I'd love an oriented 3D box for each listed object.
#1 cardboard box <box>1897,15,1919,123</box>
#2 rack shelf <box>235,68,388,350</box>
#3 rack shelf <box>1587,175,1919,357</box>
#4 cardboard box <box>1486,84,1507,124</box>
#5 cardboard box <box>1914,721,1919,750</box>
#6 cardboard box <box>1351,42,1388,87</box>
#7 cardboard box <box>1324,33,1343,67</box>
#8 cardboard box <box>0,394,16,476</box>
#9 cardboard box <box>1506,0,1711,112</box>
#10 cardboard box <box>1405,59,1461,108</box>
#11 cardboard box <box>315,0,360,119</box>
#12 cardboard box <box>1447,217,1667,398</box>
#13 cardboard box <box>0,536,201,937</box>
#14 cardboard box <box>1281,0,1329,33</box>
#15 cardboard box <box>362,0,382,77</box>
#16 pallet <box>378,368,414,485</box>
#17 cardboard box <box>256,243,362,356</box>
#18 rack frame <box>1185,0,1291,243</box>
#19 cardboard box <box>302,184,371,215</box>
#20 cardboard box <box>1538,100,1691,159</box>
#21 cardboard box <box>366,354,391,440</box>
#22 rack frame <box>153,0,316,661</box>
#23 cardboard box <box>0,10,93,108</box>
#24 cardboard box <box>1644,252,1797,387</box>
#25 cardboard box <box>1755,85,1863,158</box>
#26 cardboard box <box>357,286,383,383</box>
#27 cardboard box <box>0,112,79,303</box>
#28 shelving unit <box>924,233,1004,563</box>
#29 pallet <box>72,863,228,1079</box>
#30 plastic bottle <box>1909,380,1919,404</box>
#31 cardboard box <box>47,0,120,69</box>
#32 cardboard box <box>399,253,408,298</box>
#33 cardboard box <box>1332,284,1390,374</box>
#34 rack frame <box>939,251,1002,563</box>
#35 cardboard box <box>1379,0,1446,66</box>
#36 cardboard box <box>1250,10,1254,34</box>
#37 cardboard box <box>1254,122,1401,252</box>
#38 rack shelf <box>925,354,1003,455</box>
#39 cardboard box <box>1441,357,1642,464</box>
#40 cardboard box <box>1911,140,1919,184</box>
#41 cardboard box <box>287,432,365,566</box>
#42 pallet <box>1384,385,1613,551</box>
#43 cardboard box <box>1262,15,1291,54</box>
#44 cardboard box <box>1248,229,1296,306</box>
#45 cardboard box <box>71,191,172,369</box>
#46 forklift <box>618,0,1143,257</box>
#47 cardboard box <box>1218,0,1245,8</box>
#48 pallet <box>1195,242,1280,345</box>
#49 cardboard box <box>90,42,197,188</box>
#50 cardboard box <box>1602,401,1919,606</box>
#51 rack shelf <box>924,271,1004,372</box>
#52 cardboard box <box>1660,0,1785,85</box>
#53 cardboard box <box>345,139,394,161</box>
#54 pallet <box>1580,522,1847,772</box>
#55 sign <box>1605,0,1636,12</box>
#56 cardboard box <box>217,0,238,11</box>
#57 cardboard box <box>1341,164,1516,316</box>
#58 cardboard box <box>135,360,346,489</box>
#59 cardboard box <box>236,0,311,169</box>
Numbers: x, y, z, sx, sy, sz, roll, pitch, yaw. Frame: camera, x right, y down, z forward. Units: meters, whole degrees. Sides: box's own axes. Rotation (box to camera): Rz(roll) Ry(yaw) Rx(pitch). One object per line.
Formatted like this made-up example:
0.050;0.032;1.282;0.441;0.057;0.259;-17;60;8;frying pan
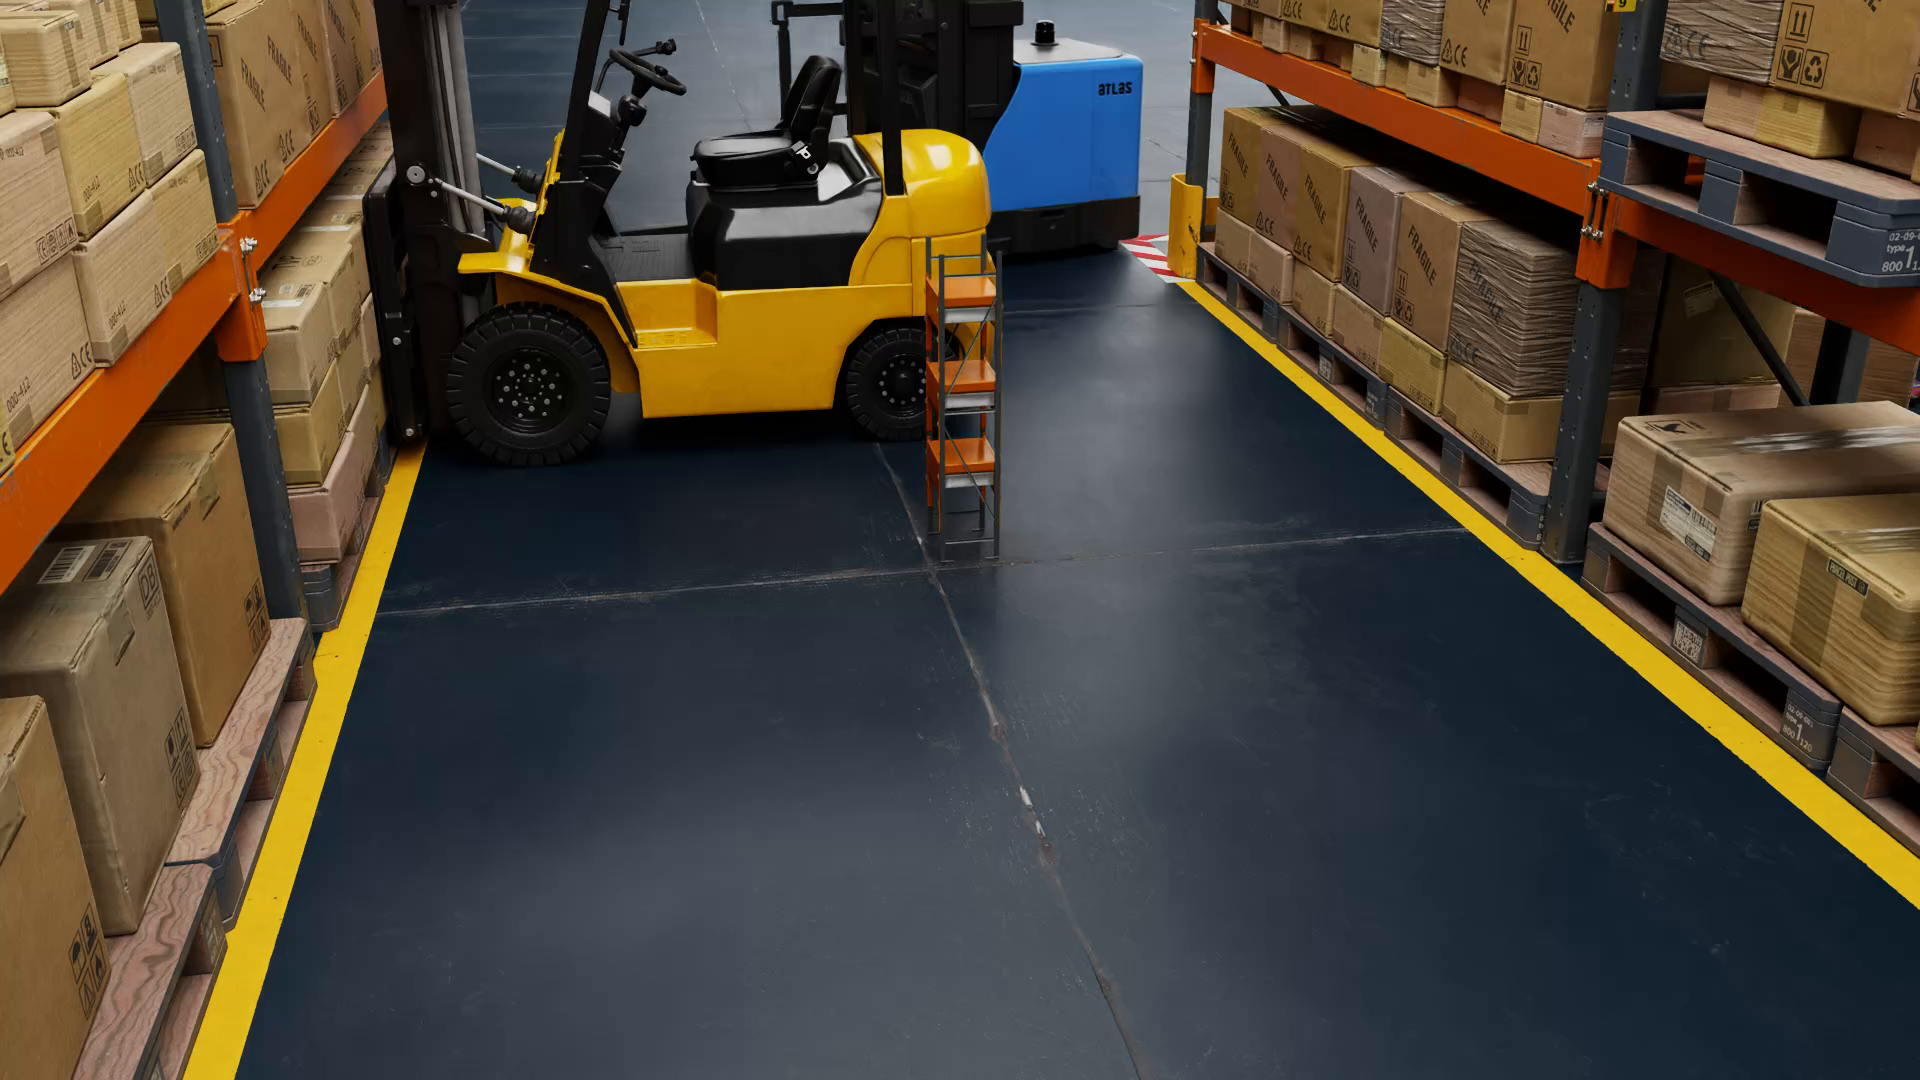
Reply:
2.446;-1.121;3.549;0.500;0.500;0.500;-4;24;-10;cardboard box
-2.778;-1.433;6.182;1.077;0.370;4.000;-4;24;-10;rack shelf
2.839;-0.229;3.425;1.077;0.370;4.000;-4;24;-10;rack shelf
2.086;-1.540;5.842;0.380;0.149;0.250;-4;24;-9;cardboard box
2.836;0.429;3.779;0.950;0.372;0.625;-4;24;-8;cardboard box
1.818;-1.934;6.745;0.380;0.149;0.250;-4;24;-9;cardboard box
1.810;-2.144;7.224;0.380;0.149;0.250;-3;24;-8;cardboard box
-1.794;-0.131;2.490;0.500;0.250;0.500;-4;24;-8;cardboard box
2.143;-1.683;5.360;0.500;0.500;0.500;-5;24;-11;cardboard box
1.920;-1.733;6.284;0.380;0.149;0.250;-5;24;-11;cardboard box
-2.513;-1.818;6.040;0.500;0.500;0.500;-4;24;-9;cardboard box
2.096;-0.834;5.885;0.500;0.500;0.500;-5;24;-10;cardboard box
-2.164;0.430;3.460;0.875;0.625;0.625;-5;24;-10;cardboard box
1.739;-2.490;7.206;0.500;0.500;0.500;-5;24;-11;cardboard box
-2.712;-2.216;6.952;0.500;0.500;0.500;-4;24;-8;cardboard box
-2.743;-0.495;6.620;1.003;0.211;1.213;-4;24;-10;pallet
-2.273;-0.782;5.455;0.500;0.250;0.500;-4;24;-10;cardboard box
1.730;-2.918;8.684;1.000;3.000;0.127;-4;24;-10;rack frame
-2.466;-1.184;6.375;0.500;0.250;0.500;-5;24;-11;cardboard box
2.111;-1.334;5.370;0.380;0.149;0.250;-5;24;-10;cardboard box
-2.391;-0.523;6.110;0.500;0.250;0.500;-4;24;-9;cardboard box
-2.408;-0.976;4.237;1.000;3.000;0.127;-4;24;-10;rack frame
-1.888;-0.907;3.144;0.380;0.149;0.250;-5;24;-11;cardboard box
2.626;-0.873;5.975;0.500;0.500;0.500;-3;24;-7;cardboard box
2.299;-1.083;4.270;0.380;0.149;0.250;-4;24;-9;cardboard box
-2.371;-0.747;5.999;0.500;0.250;0.500;-5;24;-10;cardboard box
-1.875;-0.559;2.845;0.500;0.250;0.500;-4;24;-9;cardboard box
0.010;-0.460;5.492;0.215;1.050;0.252;-4;24;-10;shelving unit
-2.004;1.069;3.037;1.003;0.211;1.213;-4;24;-10;pallet
4.074;-0.645;7.150;0.133;0.061;0.283;0;24;-1;plastic bottle
-2.061;-1.101;3.588;0.380;0.149;0.250;-5;24;-11;cardboard box
-2.552;-1.143;6.906;0.500;0.250;0.500;-5;24;-11;cardboard box
1.898;-0.899;6.972;0.500;0.250;0.500;-4;24;-9;cardboard box
0.032;-0.412;5.382;0.200;1.050;0.008;-4;24;-10;rack frame
1.941;-2.089;6.289;0.500;0.500;0.500;-4;24;-8;cardboard box
1.650;-2.556;8.168;0.380;0.149;0.250;-4;24;-9;cardboard box
1.713;-1.642;7.736;0.500;0.500;0.500;-5;24;-12;cardboard box
0.010;-0.450;5.496;0.215;0.259;0.240;-4;24;-10;rack shelf
2.096;-0.490;6.035;0.500;0.250;0.500;-3;24;-7;cardboard box
2.433;-0.873;3.789;0.380;0.149;0.250;-4;24;-9;cardboard box
-2.172;-0.123;5.195;0.500;0.250;0.500;-4;24;-9;cardboard box
2.311;-0.329;6.239;1.003;0.211;1.213;-4;24;-10;pallet
1.621;-2.342;7.680;0.380;0.149;0.250;-4;24;-9;cardboard box
1.694;-1.312;7.916;0.500;0.250;0.500;-3;24;-8;cardboard box
-1.959;-0.531;3.406;0.500;0.250;0.500;-4;24;-10;cardboard box
-0.524;-2.939;8.818;3.031;2.935;1.130;-11;26;-24;forklift
1.545;-2.894;8.131;0.500;0.500;0.500;-5;24;-11;cardboard box
1.859;-1.288;8.436;1.003;0.211;1.213;-4;24;-10;pallet
-2.066;-0.962;3.768;0.500;0.250;0.500;-5;24;-11;cardboard box
2.569;-0.127;5.052;0.950;0.372;0.625;-4;24;-9;cardboard box
0.010;-0.710;5.382;0.215;0.259;0.240;-4;24;-10;rack shelf
2.274;-1.514;4.447;0.500;0.500;0.500;-4;24;-8;cardboard box
-2.656;-1.582;7.285;0.500;0.250;0.500;-4;24;-9;cardboard box
2.615;0.239;4.939;1.003;0.211;1.213;-4;24;-10;pallet
1.938;-1.699;4.810;0.100;0.325;0.005;-4;24;-10;sign
-2.258;-1.566;4.652;0.380;0.149;0.250;-4;24;-9;cardboard box
1.905;-1.234;6.802;0.500;0.500;0.500;-3;24;-7;cardboard box
-2.194;-0.351;5.091;0.500;0.250;0.500;-4;24;-10;cardboard box
-2.346;-1.419;5.127;0.500;0.500;0.500;-4;24;-9;cardboard box
